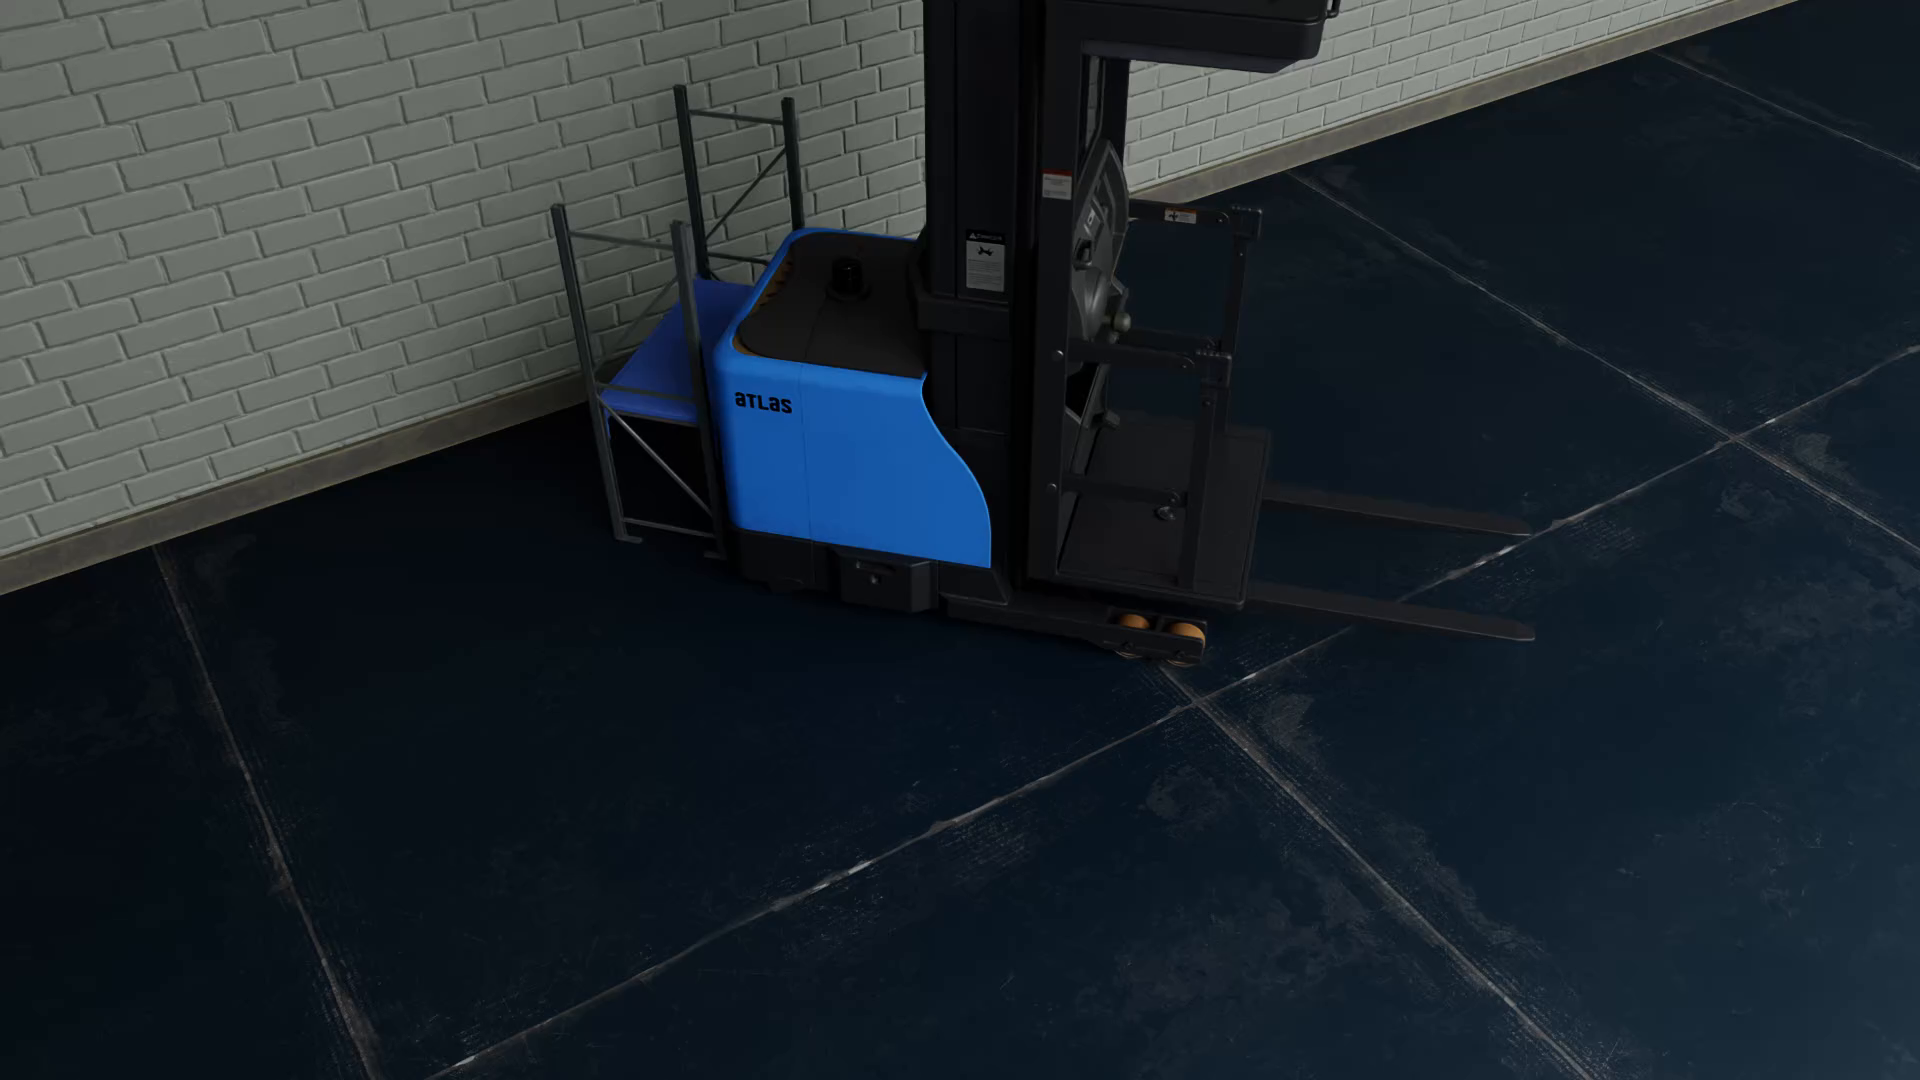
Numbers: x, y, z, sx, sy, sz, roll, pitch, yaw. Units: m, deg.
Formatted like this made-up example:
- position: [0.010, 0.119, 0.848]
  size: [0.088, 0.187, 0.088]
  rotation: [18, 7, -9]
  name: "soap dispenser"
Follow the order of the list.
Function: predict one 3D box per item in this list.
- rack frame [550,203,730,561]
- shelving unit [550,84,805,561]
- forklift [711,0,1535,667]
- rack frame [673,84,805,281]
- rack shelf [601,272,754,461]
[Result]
- position: [-1.173, -0.548, 6.227]
  size: [0.500, 1.500, 0.032]
  rotation: [10, 41, 14]
  name: "rack frame"
- position: [-1.023, -0.858, 6.600]
  size: [0.538, 1.500, 1.048]
  rotation: [10, 41, 14]
  name: "shelving unit"
- position: [0.671, -1.032, 5.698]
  size: [3.031, 2.935, 1.130]
  rotation: [9, 41, 10]
  name: "forklift"
- position: [-0.873, -1.169, 6.974]
  size: [0.500, 1.500, 0.032]
  rotation: [10, 41, 14]
  name: "rack frame"
- position: [-1.019, -0.720, 6.715]
  size: [0.538, 0.185, 1.000]
  rotation: [10, 41, 14]
  name: "rack shelf"
